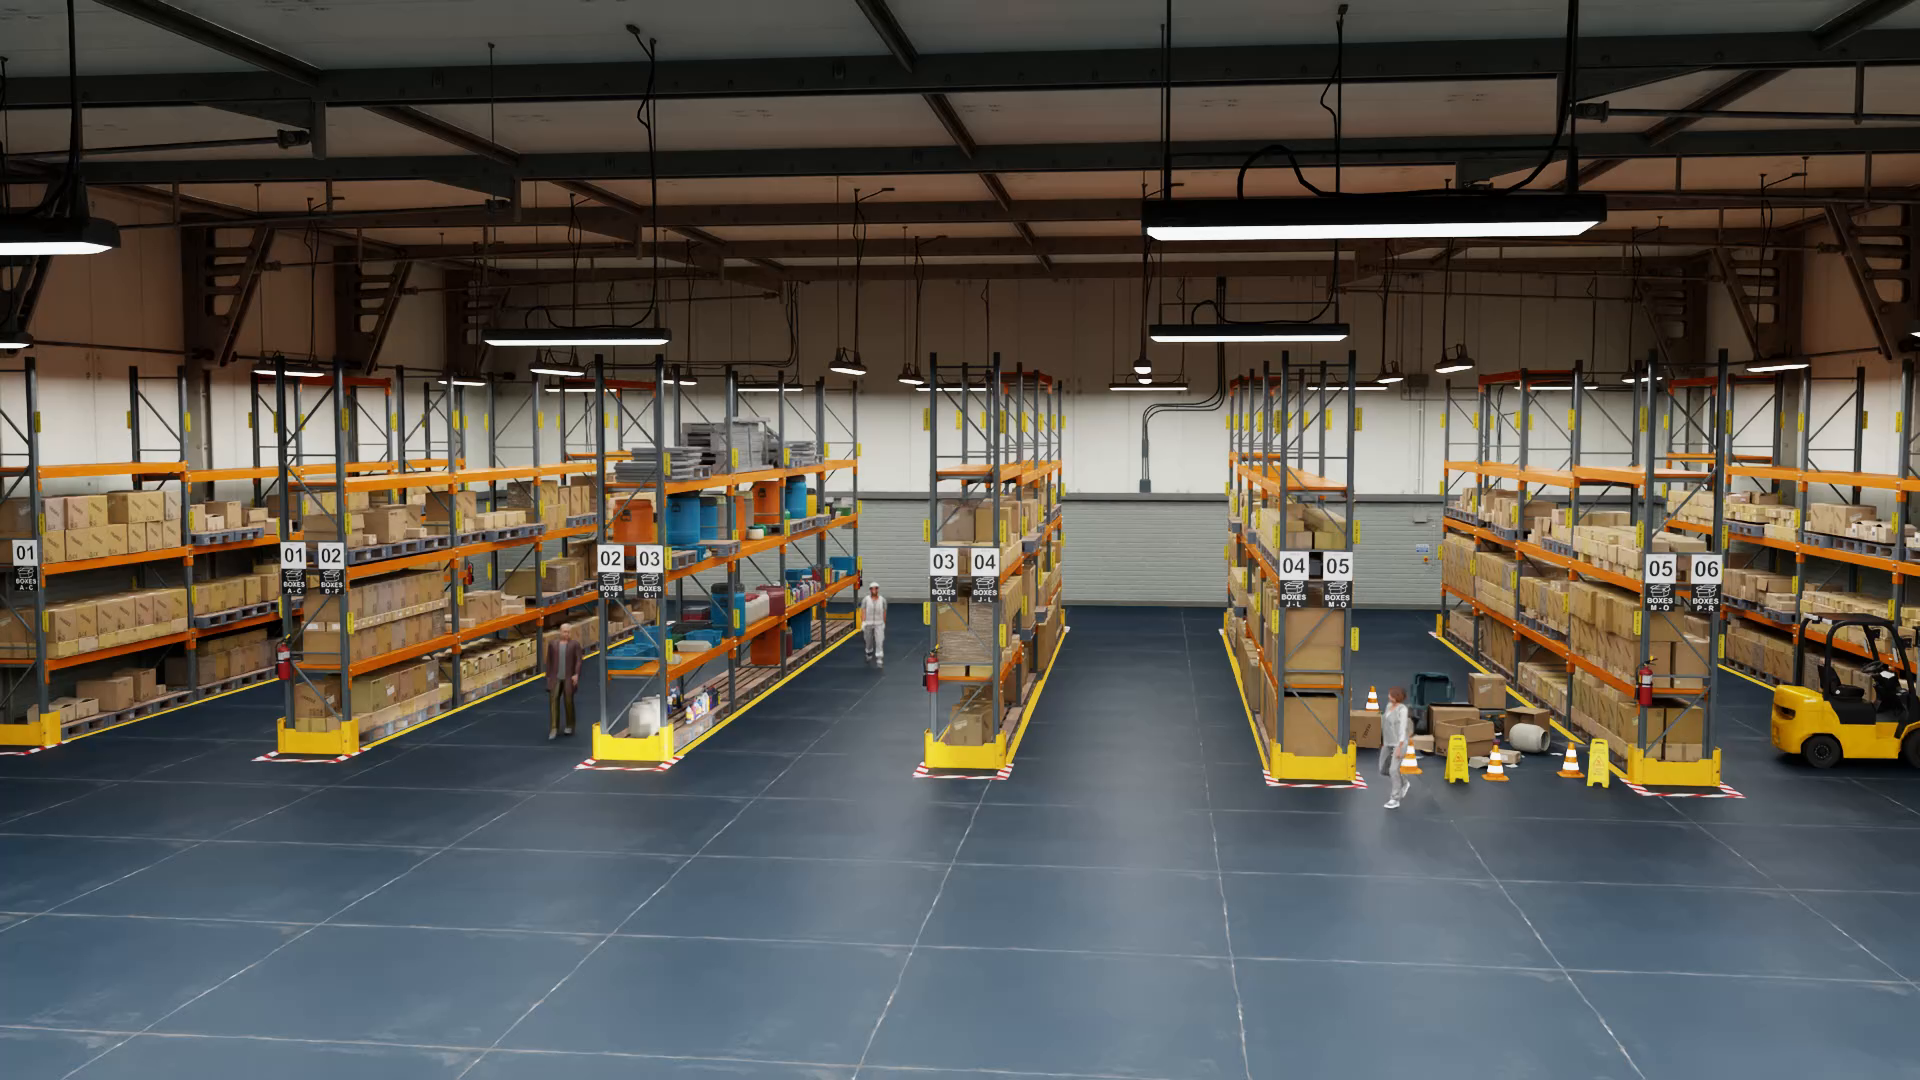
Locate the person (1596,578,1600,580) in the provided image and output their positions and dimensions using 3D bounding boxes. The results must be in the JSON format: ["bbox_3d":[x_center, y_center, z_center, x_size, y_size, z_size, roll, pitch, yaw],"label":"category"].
[{"bbox_3d":[13.911,1.643,36.316,0.446,1.612,0.372,-3,5,-34],"label":"person"}]

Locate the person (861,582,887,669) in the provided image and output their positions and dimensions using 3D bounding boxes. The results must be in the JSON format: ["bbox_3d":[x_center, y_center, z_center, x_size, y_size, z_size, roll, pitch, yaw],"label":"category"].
[{"bbox_3d":[-1.745,1.727,33.766,0.524,1.742,1.071,0,4,-3],"label":"person"}]

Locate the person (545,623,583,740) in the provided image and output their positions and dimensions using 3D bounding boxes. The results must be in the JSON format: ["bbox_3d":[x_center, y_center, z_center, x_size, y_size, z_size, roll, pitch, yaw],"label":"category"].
[{"bbox_3d":[-6.343,2.253,26.545,0.607,1.804,0.732,0,4,-7],"label":"person"}]

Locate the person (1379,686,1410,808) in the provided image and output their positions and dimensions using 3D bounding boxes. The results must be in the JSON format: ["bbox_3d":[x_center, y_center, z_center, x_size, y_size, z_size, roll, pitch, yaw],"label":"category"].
[{"bbox_3d":[5.697,2.666,21.587,0.538,1.584,0.408,-2,5,-30],"label":"person"}]
